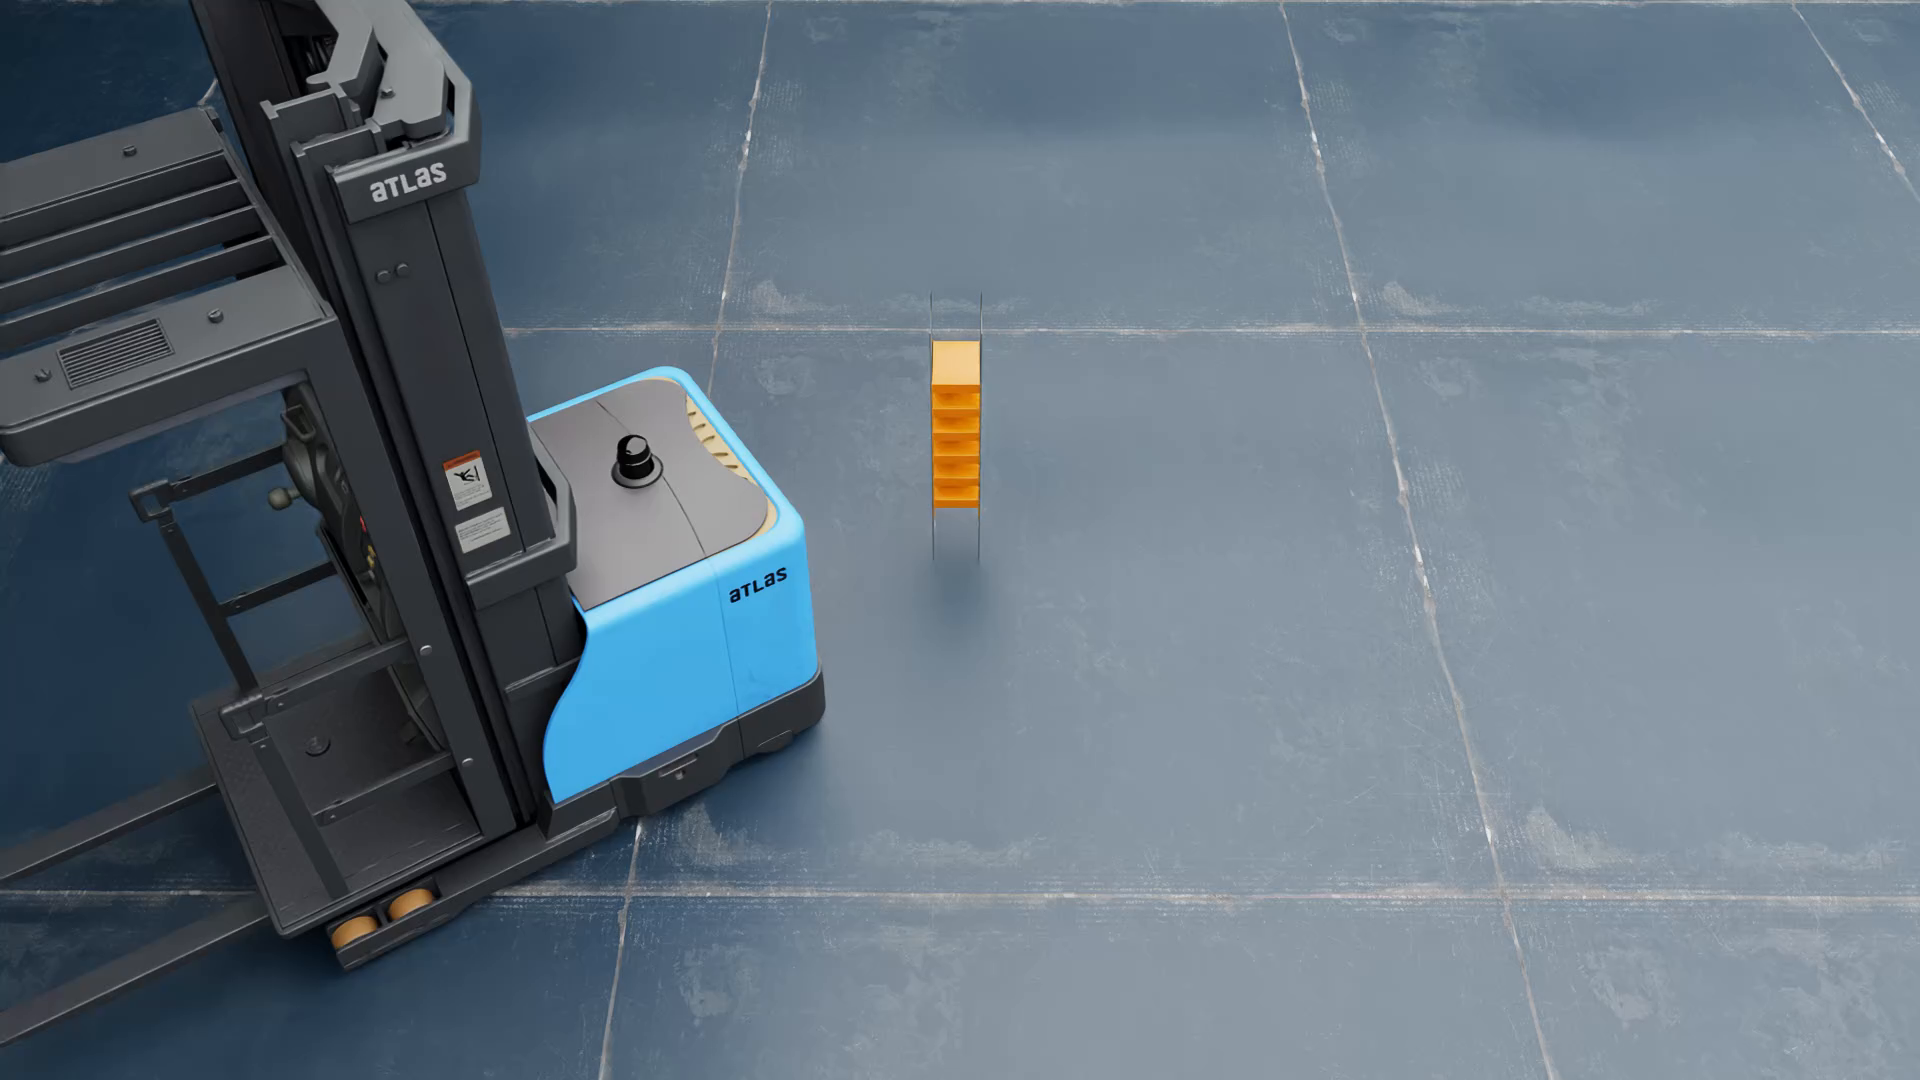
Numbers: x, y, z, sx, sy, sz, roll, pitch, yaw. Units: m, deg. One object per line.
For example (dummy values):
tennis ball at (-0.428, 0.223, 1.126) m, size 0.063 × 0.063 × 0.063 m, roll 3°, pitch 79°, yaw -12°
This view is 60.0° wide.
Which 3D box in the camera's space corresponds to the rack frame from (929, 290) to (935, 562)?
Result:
rack frame at (-0.106, -0.409, 6.392) m, size 0.006 × 1.200 × 0.240 m, roll 0°, pitch 47°, yaw 0°

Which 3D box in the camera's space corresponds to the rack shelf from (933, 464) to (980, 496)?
rack shelf at (-0.014, -0.297, 6.512) m, size 0.180 × 0.103 × 0.258 m, roll 0°, pitch 47°, yaw 0°

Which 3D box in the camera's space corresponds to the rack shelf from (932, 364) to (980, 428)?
rack shelf at (-0.014, -0.542, 6.248) m, size 0.180 × 0.103 × 0.258 m, roll 0°, pitch 47°, yaw 0°

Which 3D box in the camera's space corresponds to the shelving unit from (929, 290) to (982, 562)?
shelving unit at (-0.014, -0.409, 6.392) m, size 0.189 × 1.200 × 0.258 m, roll 0°, pitch 47°, yaw 0°

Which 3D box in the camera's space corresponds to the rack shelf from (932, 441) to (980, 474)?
rack shelf at (-0.014, -0.379, 6.424) m, size 0.180 × 0.103 × 0.258 m, roll 0°, pitch 47°, yaw 0°

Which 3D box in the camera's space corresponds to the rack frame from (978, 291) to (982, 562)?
rack frame at (0.077, -0.409, 6.391) m, size 0.006 × 1.200 × 0.240 m, roll 0°, pitch 47°, yaw 0°

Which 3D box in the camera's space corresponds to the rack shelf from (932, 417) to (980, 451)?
rack shelf at (-0.014, -0.460, 6.336) m, size 0.180 × 0.103 × 0.258 m, roll 0°, pitch 47°, yaw 0°

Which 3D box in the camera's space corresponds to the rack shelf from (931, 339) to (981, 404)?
rack shelf at (-0.014, -0.624, 6.161) m, size 0.180 × 0.103 × 0.258 m, roll 0°, pitch 47°, yaw 0°

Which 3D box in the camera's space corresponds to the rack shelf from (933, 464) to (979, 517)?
rack shelf at (-0.014, -0.215, 6.600) m, size 0.180 × 0.103 × 0.258 m, roll 0°, pitch 47°, yaw 0°

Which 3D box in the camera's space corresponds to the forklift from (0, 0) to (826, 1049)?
forklift at (-2.016, -0.038, 4.864) m, size 3.031 × 2.935 × 1.130 m, roll -25°, pitch 52°, yaw -21°
